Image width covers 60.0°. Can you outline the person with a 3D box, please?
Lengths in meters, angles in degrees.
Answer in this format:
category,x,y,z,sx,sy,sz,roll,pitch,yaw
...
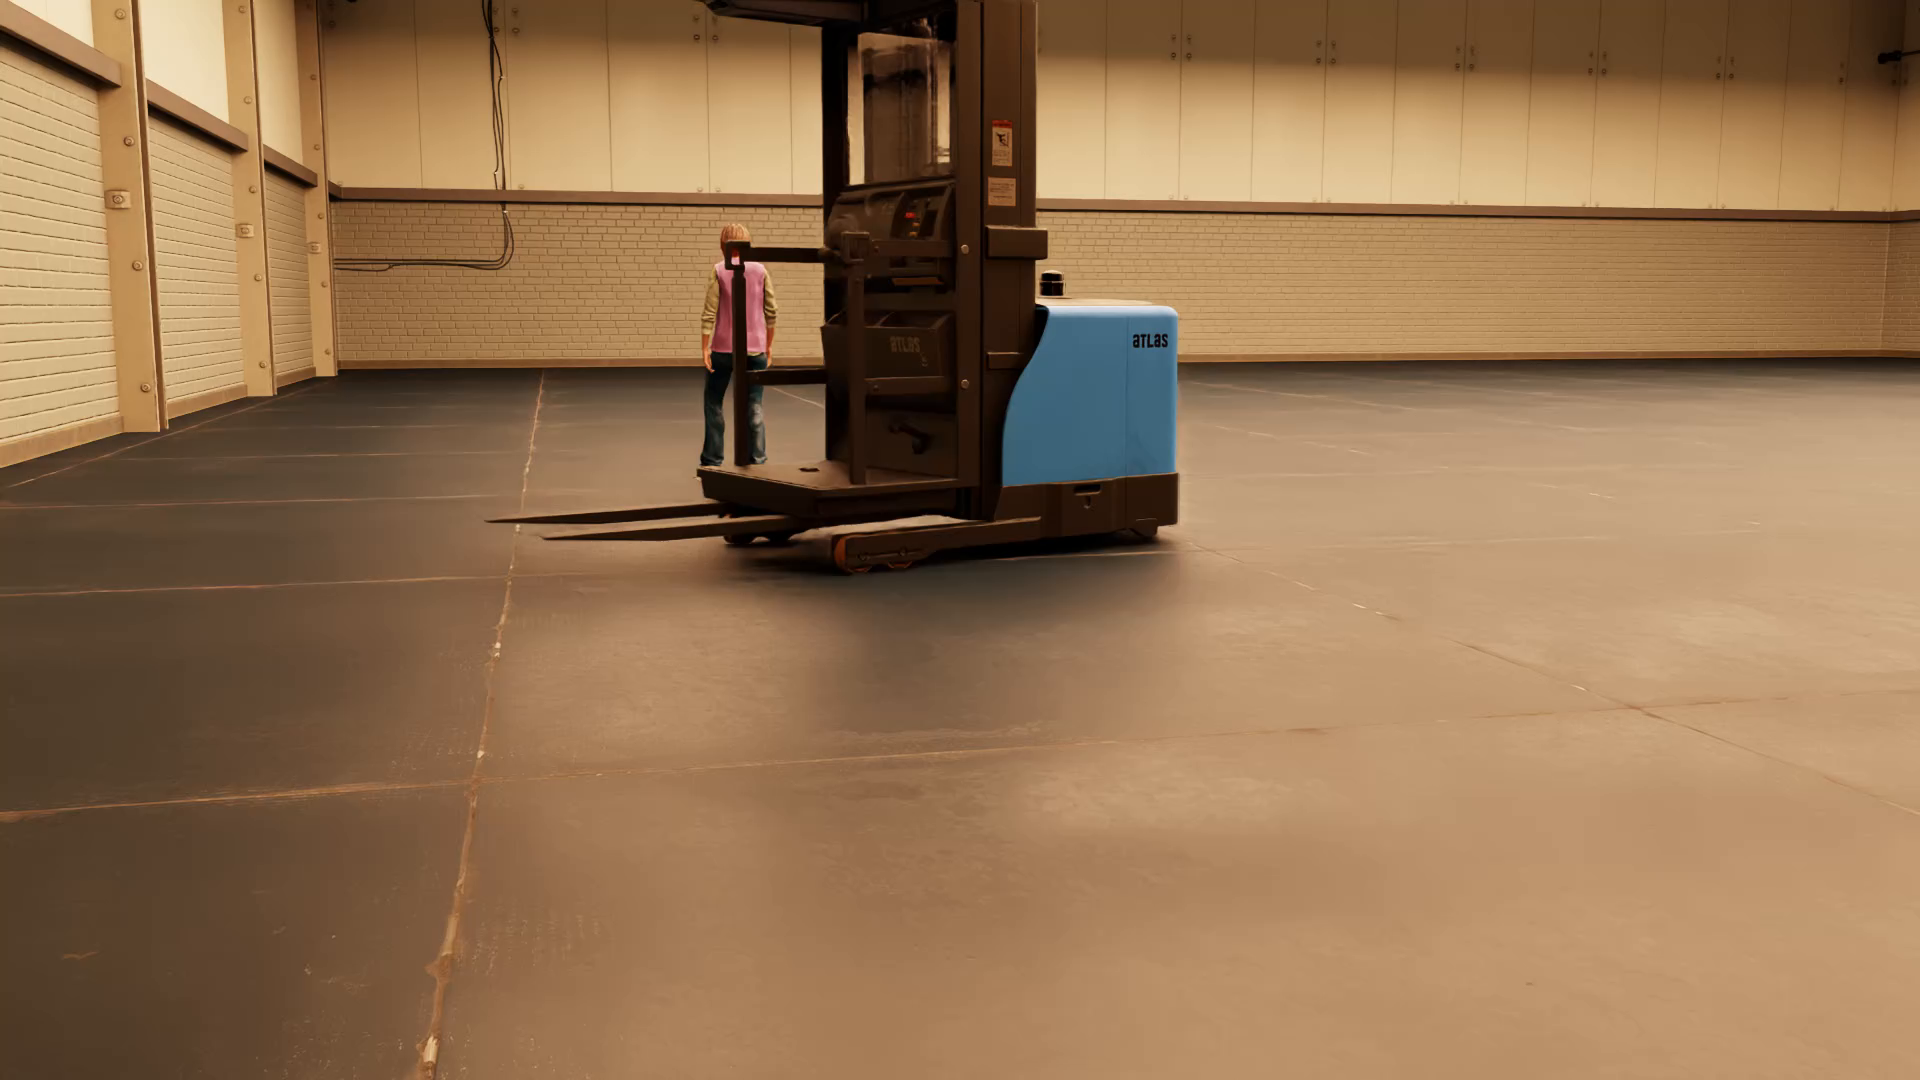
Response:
category,x,y,z,sx,sy,sz,roll,pitch,yaw
person,-1.389,-1.149,10.345,0.497,1.625,0.499,-4,9,-24

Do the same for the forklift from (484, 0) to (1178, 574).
category,x,y,z,sx,sy,sz,roll,pitch,yaw
forklift,-0.483,-1.395,7.100,3.031,2.935,1.130,-6,10,-35
